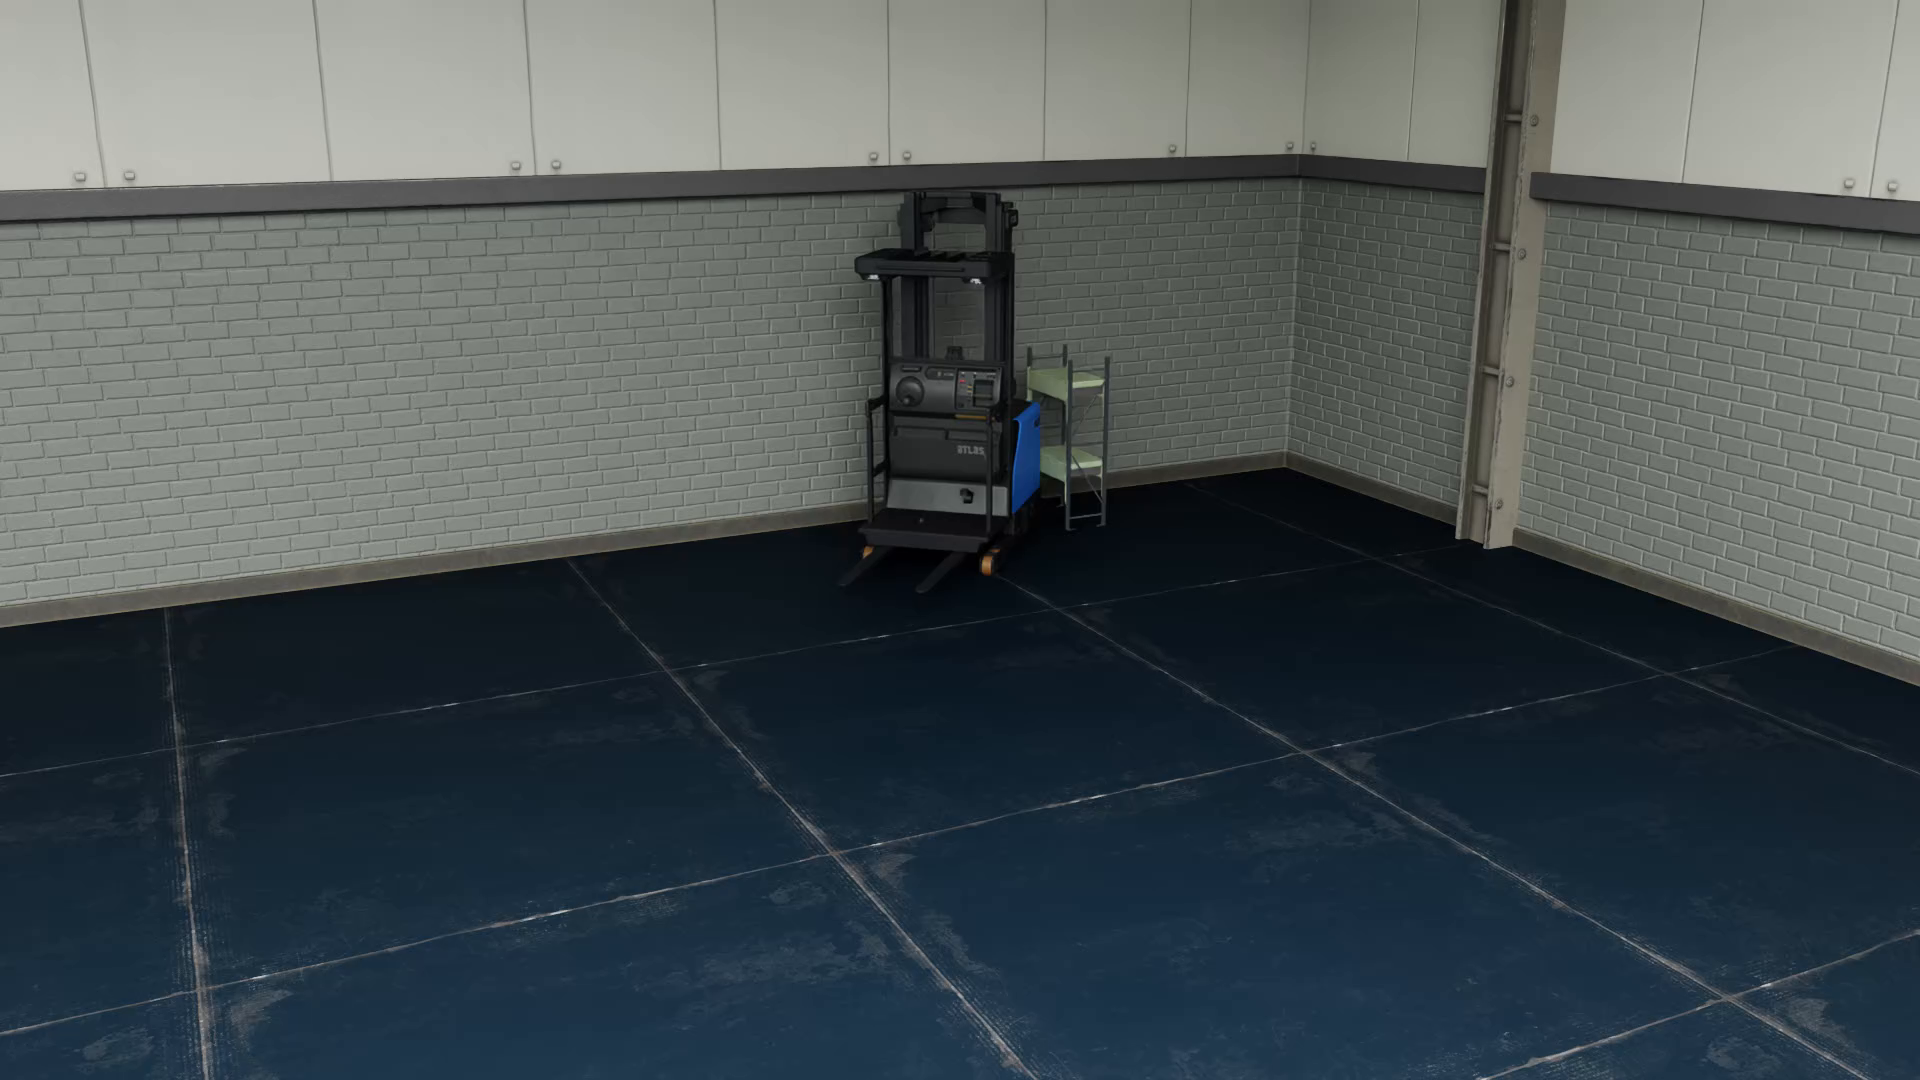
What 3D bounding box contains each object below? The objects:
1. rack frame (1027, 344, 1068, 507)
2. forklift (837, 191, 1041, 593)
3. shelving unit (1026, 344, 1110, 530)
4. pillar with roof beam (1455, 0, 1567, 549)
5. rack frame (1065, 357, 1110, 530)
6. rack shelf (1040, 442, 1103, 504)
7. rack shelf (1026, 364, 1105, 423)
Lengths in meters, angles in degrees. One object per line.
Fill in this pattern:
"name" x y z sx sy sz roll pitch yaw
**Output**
"rack frame" 0.782 -1.013 15.059 0.400 1.500 0.023 -8 18 -25
"forklift" -0.171 -1.242 13.267 1.130 2.935 3.031 4 17 15
"shelving unit" 0.943 -0.922 14.743 0.431 1.500 0.755 -8 18 -25
"pillar with roof beam" 0.613 -3.794 11.158 9.100 9.000 0.400 -8 18 -25
"rack frame" 1.103 -0.831 14.427 0.400 1.500 0.023 -8 18 -25
"rack shelf" 0.942 -0.608 14.833 0.431 0.370 0.720 -8 18 -25
"rack shelf" 0.943 -1.297 14.636 0.431 0.370 0.720 -8 18 -25
